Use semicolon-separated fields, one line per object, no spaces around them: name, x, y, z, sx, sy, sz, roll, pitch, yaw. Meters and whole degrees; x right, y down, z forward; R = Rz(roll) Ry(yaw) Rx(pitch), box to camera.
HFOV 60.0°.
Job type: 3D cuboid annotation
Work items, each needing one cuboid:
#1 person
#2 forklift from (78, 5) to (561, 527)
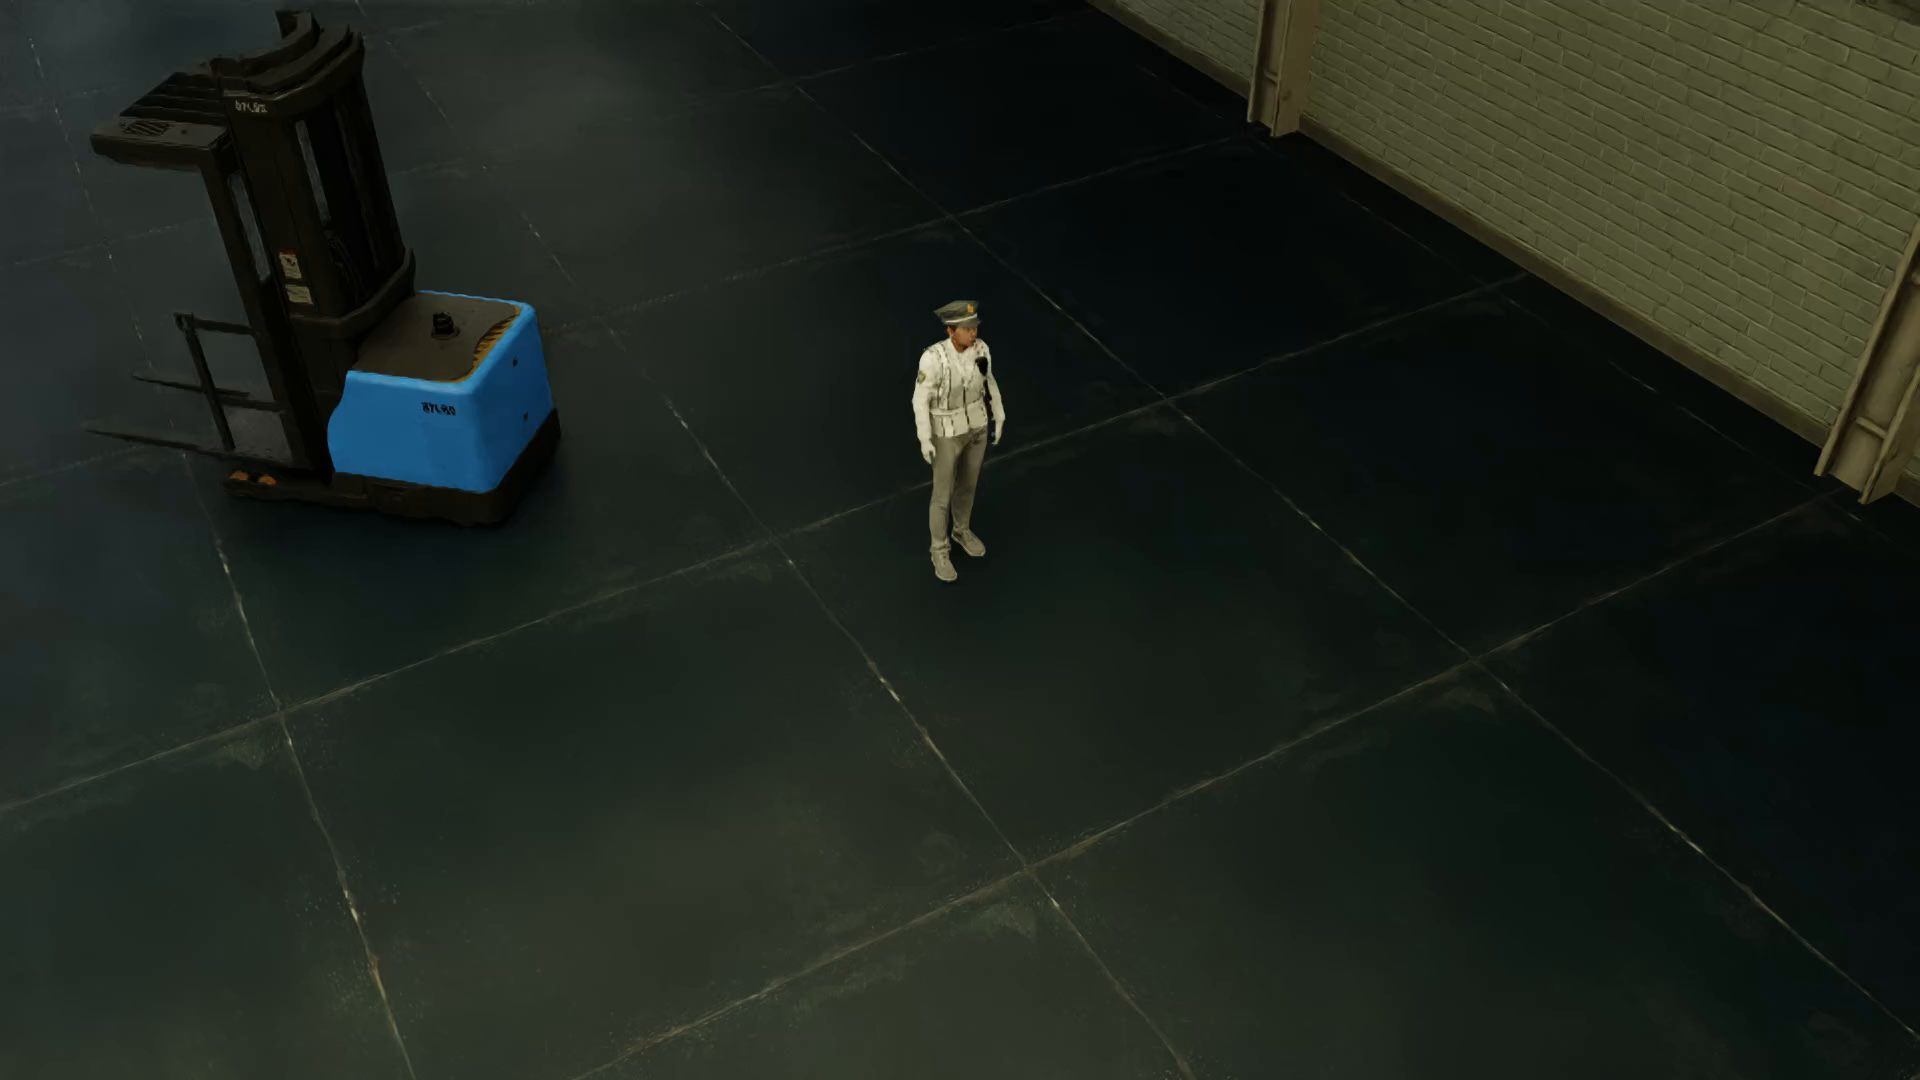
person;0.028;-0.618;9.739;0.586;1.695;0.532;-20;44;-23
forklift;-4.223;-1.696;10.081;3.031;2.935;1.130;8;40;10
